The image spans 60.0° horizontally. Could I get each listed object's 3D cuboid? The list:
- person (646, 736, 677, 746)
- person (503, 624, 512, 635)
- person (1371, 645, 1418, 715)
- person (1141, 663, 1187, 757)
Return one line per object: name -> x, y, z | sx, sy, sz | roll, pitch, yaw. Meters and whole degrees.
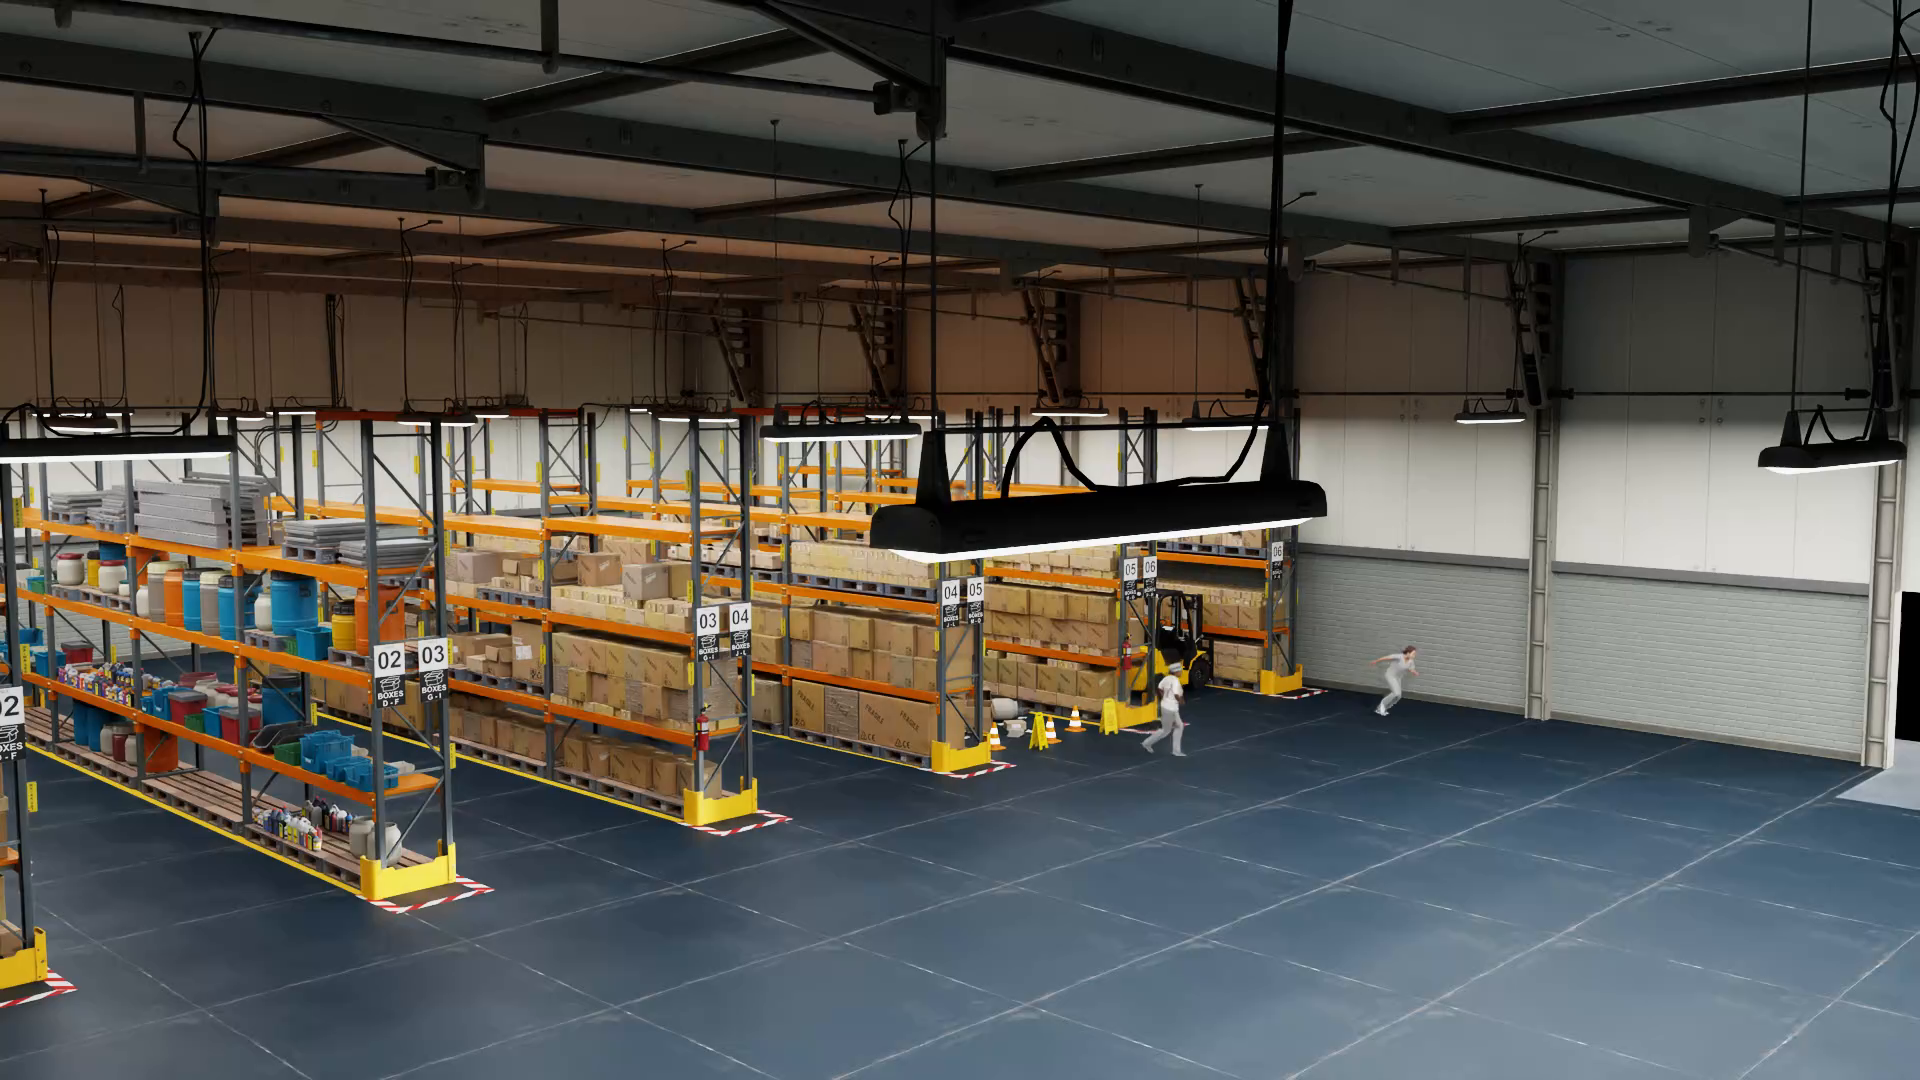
person -> -5.322, 2.836, 29.863 | 0.833, 1.771, 0.598 | 4, 6, 38
person -> -10.700, 1.876, 40.547 | 0.900, 1.746, 0.666 | -4, 6, -38
person -> 8.523, 2.738, 32.385 | 0.587, 1.433, 0.933 | -3, 6, -32
person -> 3.553, 2.958, 28.842 | 0.790, 1.668, 0.542 | 0, 5, -2
